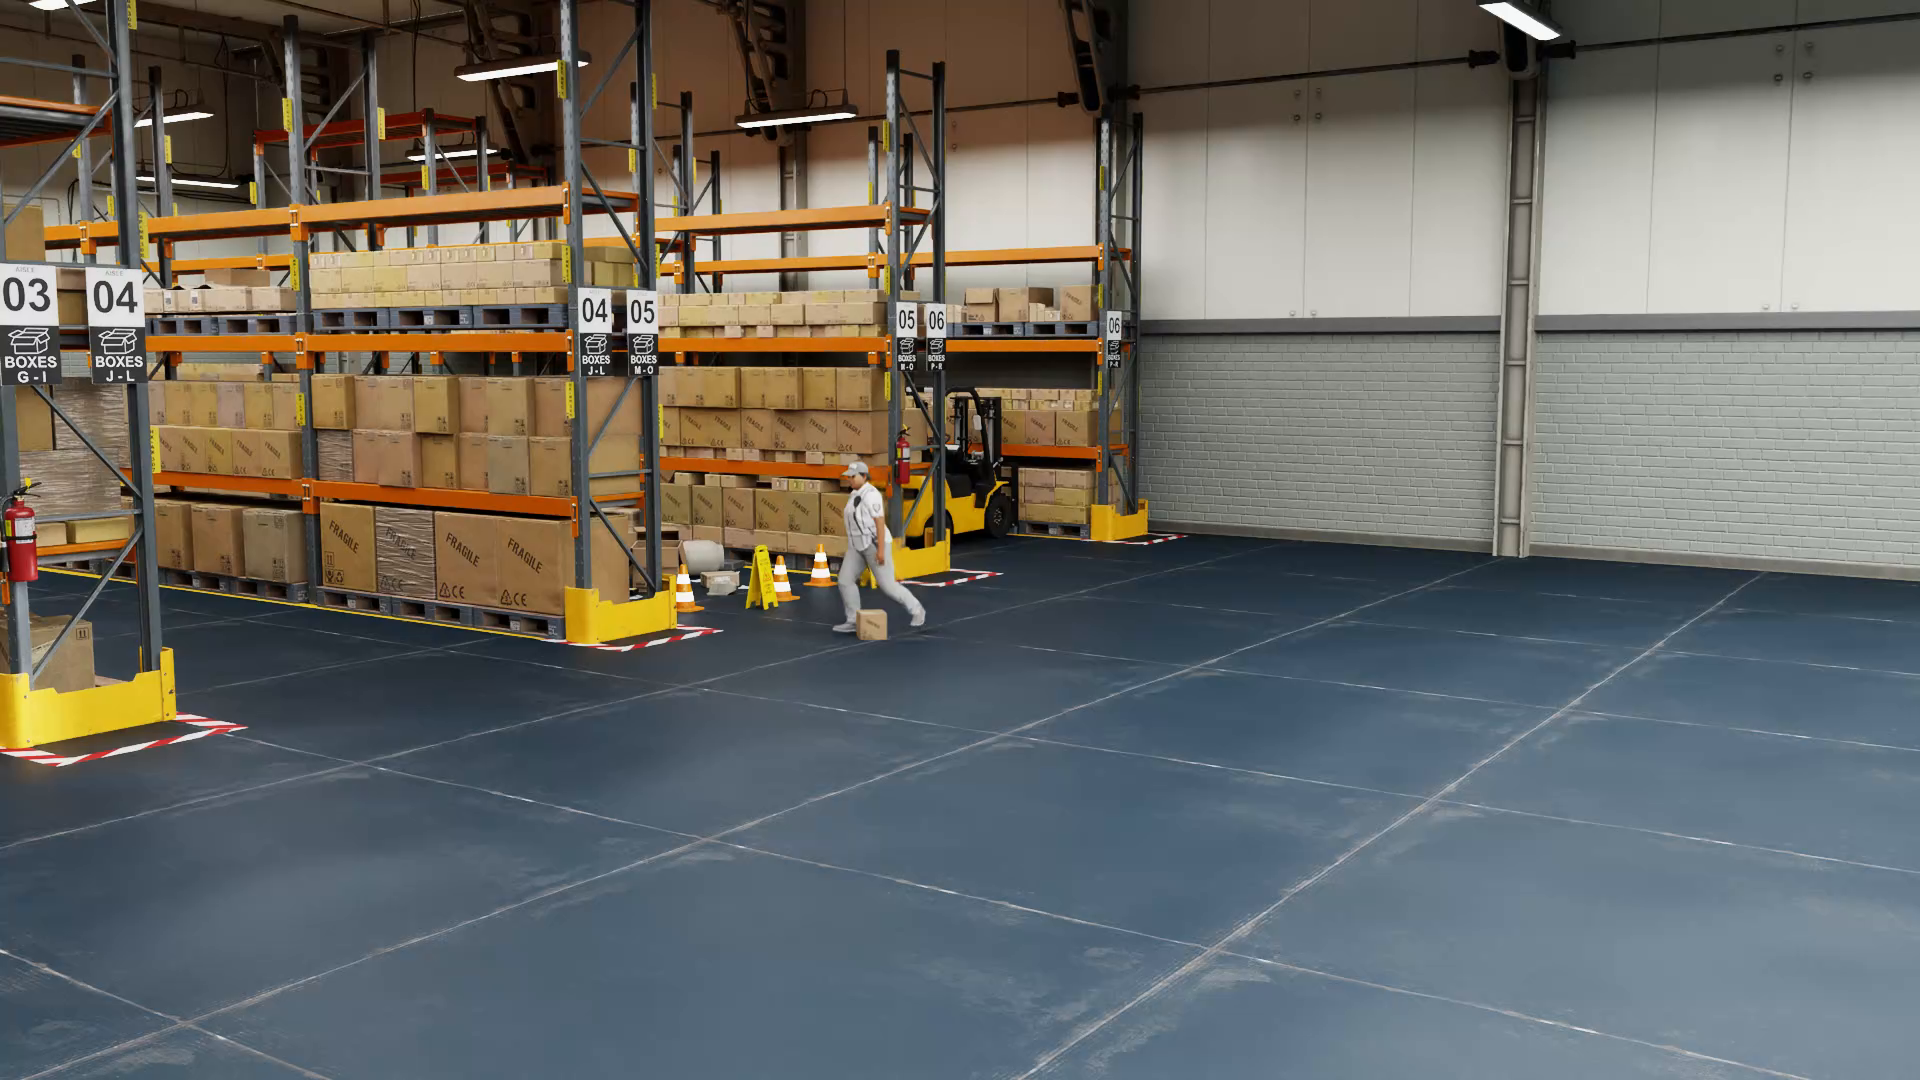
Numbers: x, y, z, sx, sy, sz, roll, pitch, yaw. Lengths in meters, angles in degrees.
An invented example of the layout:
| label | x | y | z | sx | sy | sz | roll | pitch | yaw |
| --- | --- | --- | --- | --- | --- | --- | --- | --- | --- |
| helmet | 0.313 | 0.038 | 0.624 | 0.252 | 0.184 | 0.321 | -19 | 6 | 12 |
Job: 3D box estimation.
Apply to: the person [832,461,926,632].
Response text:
| label | x | y | z | sx | sy | sz | roll | pitch | yaw |
| --- | --- | --- | --- | --- | --- | --- | --- | --- | --- |
| person | -0.745 | 0.058 | 15.544 | 0.858 | 1.603 | 0.538 | -4 | 8 | -33 |
